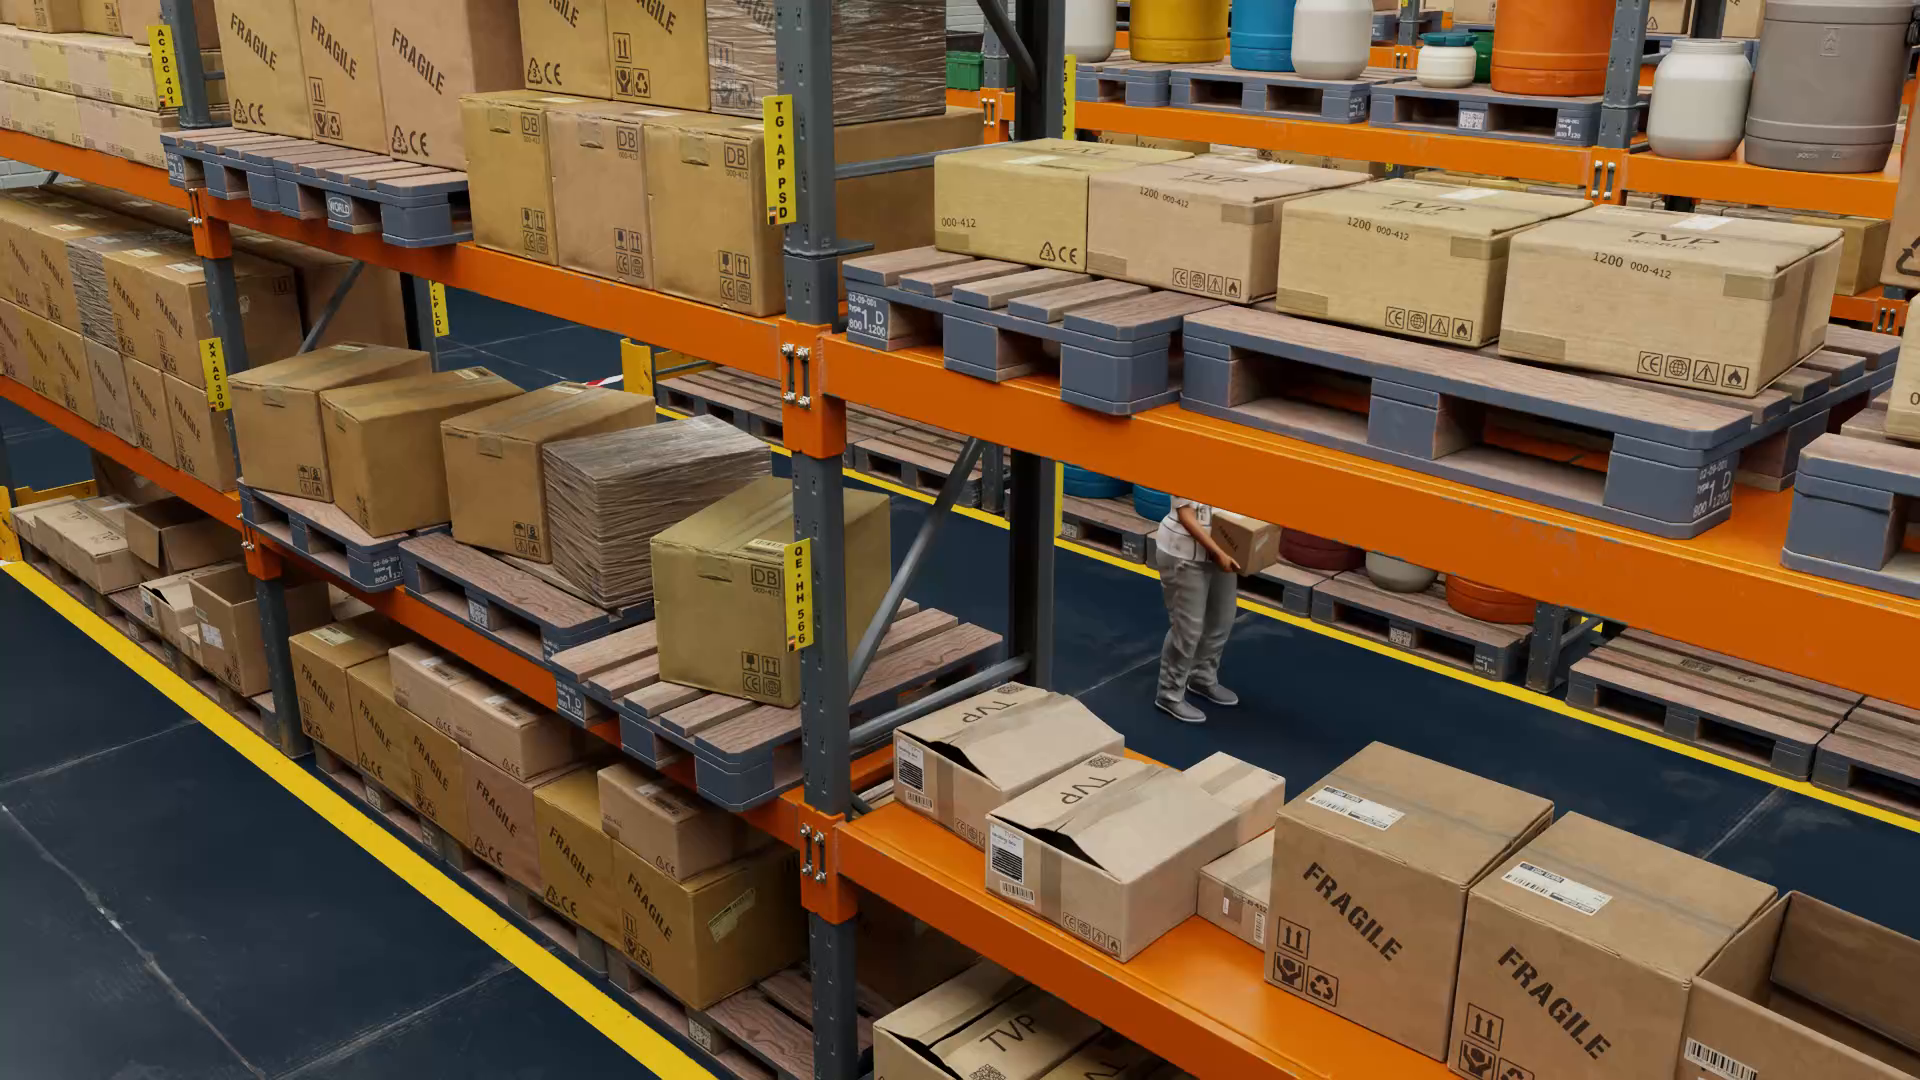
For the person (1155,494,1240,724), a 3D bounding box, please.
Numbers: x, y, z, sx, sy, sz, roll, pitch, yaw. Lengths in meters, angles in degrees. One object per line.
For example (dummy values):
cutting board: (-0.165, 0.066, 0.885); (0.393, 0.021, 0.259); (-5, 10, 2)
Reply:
person: (1.264, 0.098, 8.332); (0.455, 1.656, 0.541); (-19, 28, -41)
